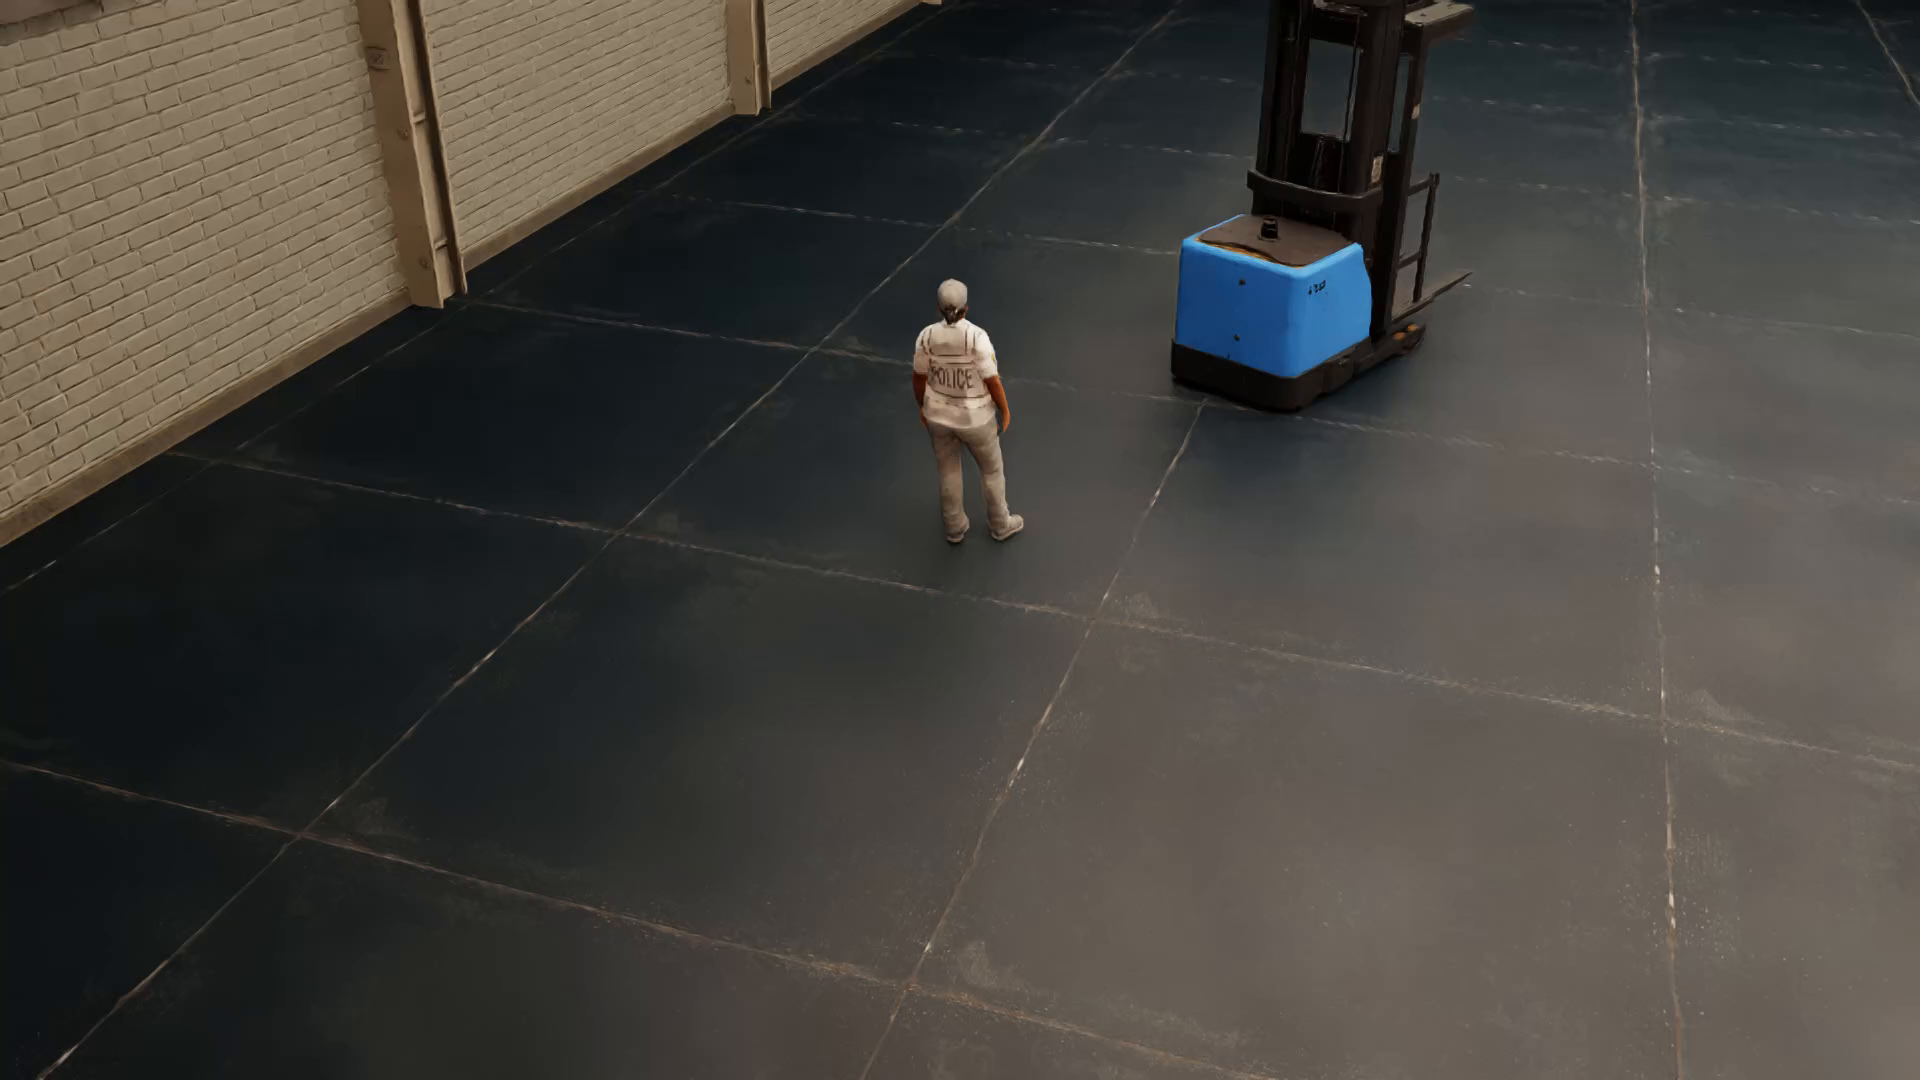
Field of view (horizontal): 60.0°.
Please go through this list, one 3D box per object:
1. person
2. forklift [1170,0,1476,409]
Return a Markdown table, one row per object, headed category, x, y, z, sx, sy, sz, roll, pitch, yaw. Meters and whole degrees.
| category | x | y | z | sx | sy | sz | roll | pitch | yaw |
| --- | --- | --- | --- | --- | --- | --- | --- | --- | --- |
| person | 0.046 | -0.762 | 9.736 | 0.598 | 1.669 | 0.529 | 10 | 31 | 16 |
| forklift | 2.893 | -2.826 | 12.093 | 1.130 | 2.935 | 3.031 | 24 | 38 | 36 |
